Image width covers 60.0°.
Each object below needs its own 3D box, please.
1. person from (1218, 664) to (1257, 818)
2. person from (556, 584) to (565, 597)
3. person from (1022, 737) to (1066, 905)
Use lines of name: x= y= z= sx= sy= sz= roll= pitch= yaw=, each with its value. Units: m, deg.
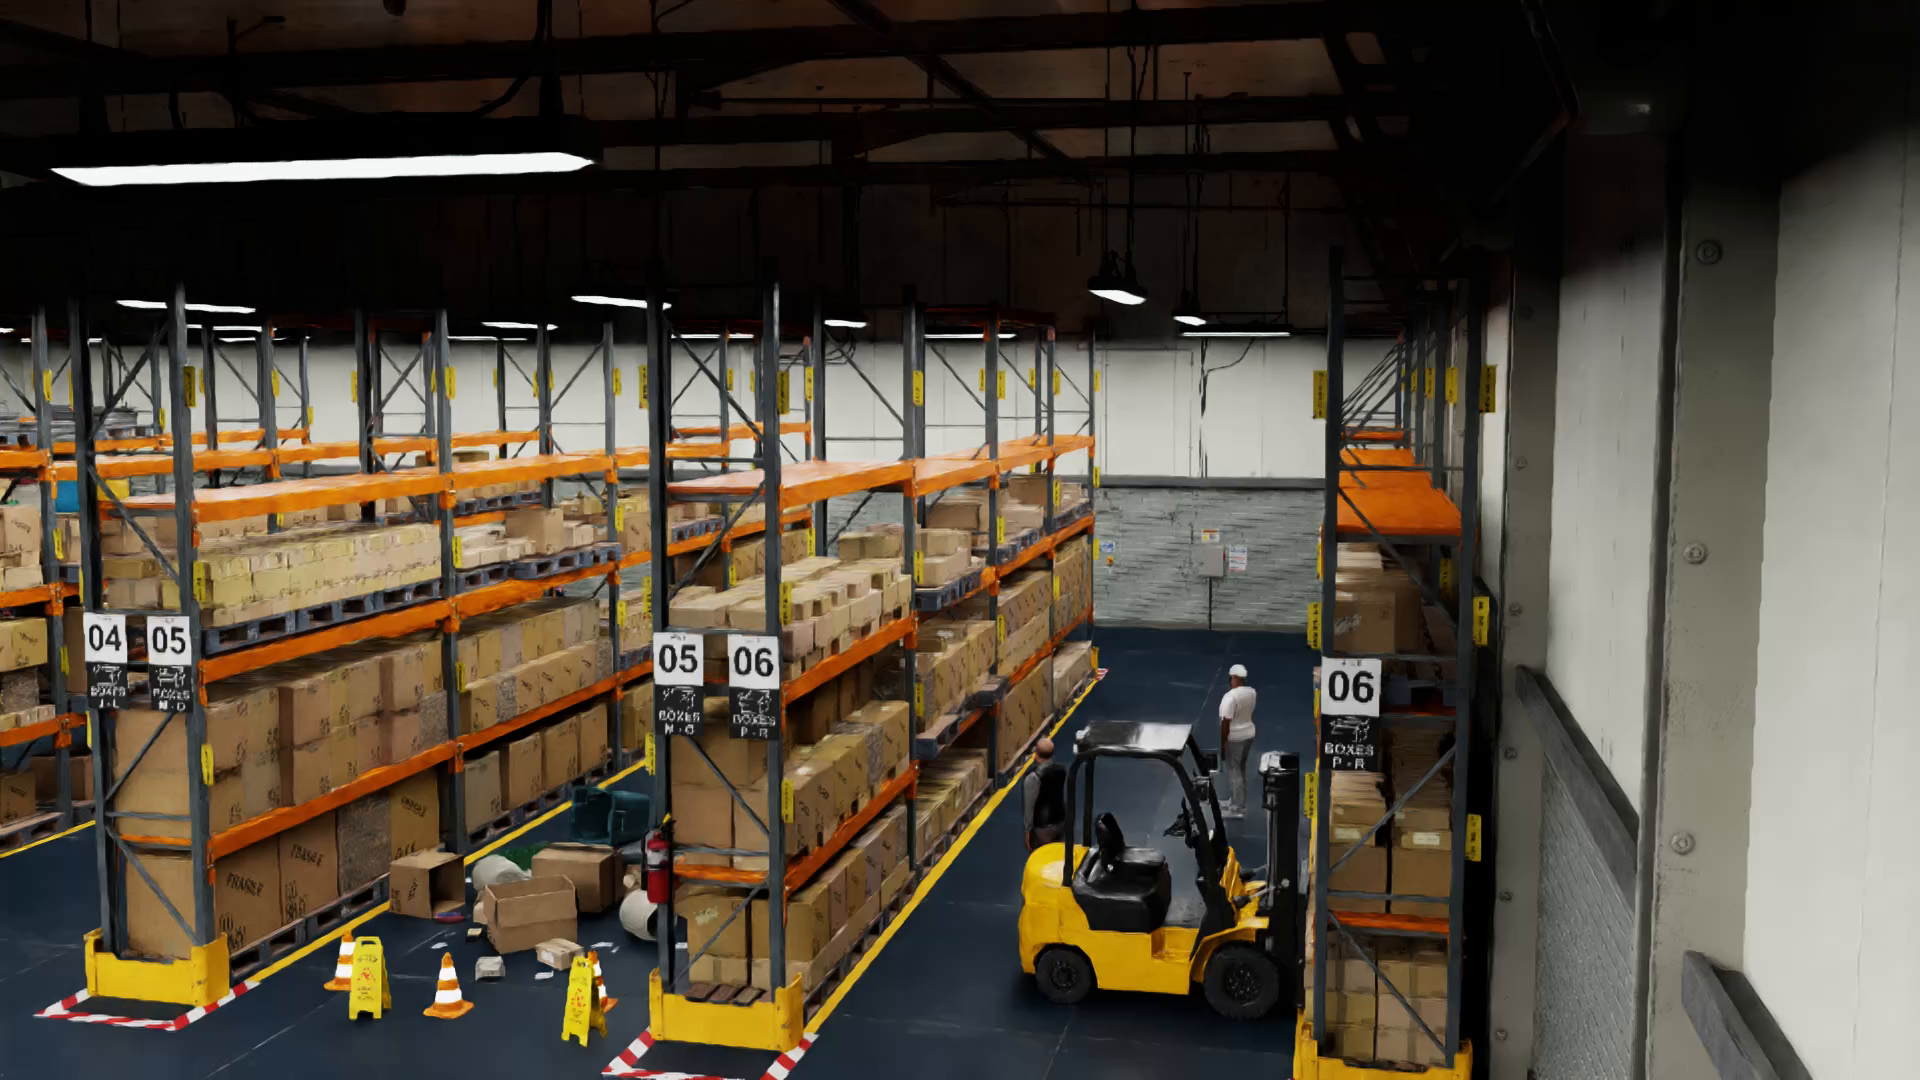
person: x=3.181 y=2.313 z=19.397 sx=0.497 sy=1.765 sz=0.625 roll=5 pitch=8 yaw=43
person: x=-8.233 y=0.990 z=33.784 sx=0.566 sy=1.541 sz=0.519 roll=1 pitch=6 yaw=11
person: x=0.752 y=2.711 z=15.703 sx=0.493 sy=1.725 sz=0.578 roll=5 pitch=8 yaw=42
